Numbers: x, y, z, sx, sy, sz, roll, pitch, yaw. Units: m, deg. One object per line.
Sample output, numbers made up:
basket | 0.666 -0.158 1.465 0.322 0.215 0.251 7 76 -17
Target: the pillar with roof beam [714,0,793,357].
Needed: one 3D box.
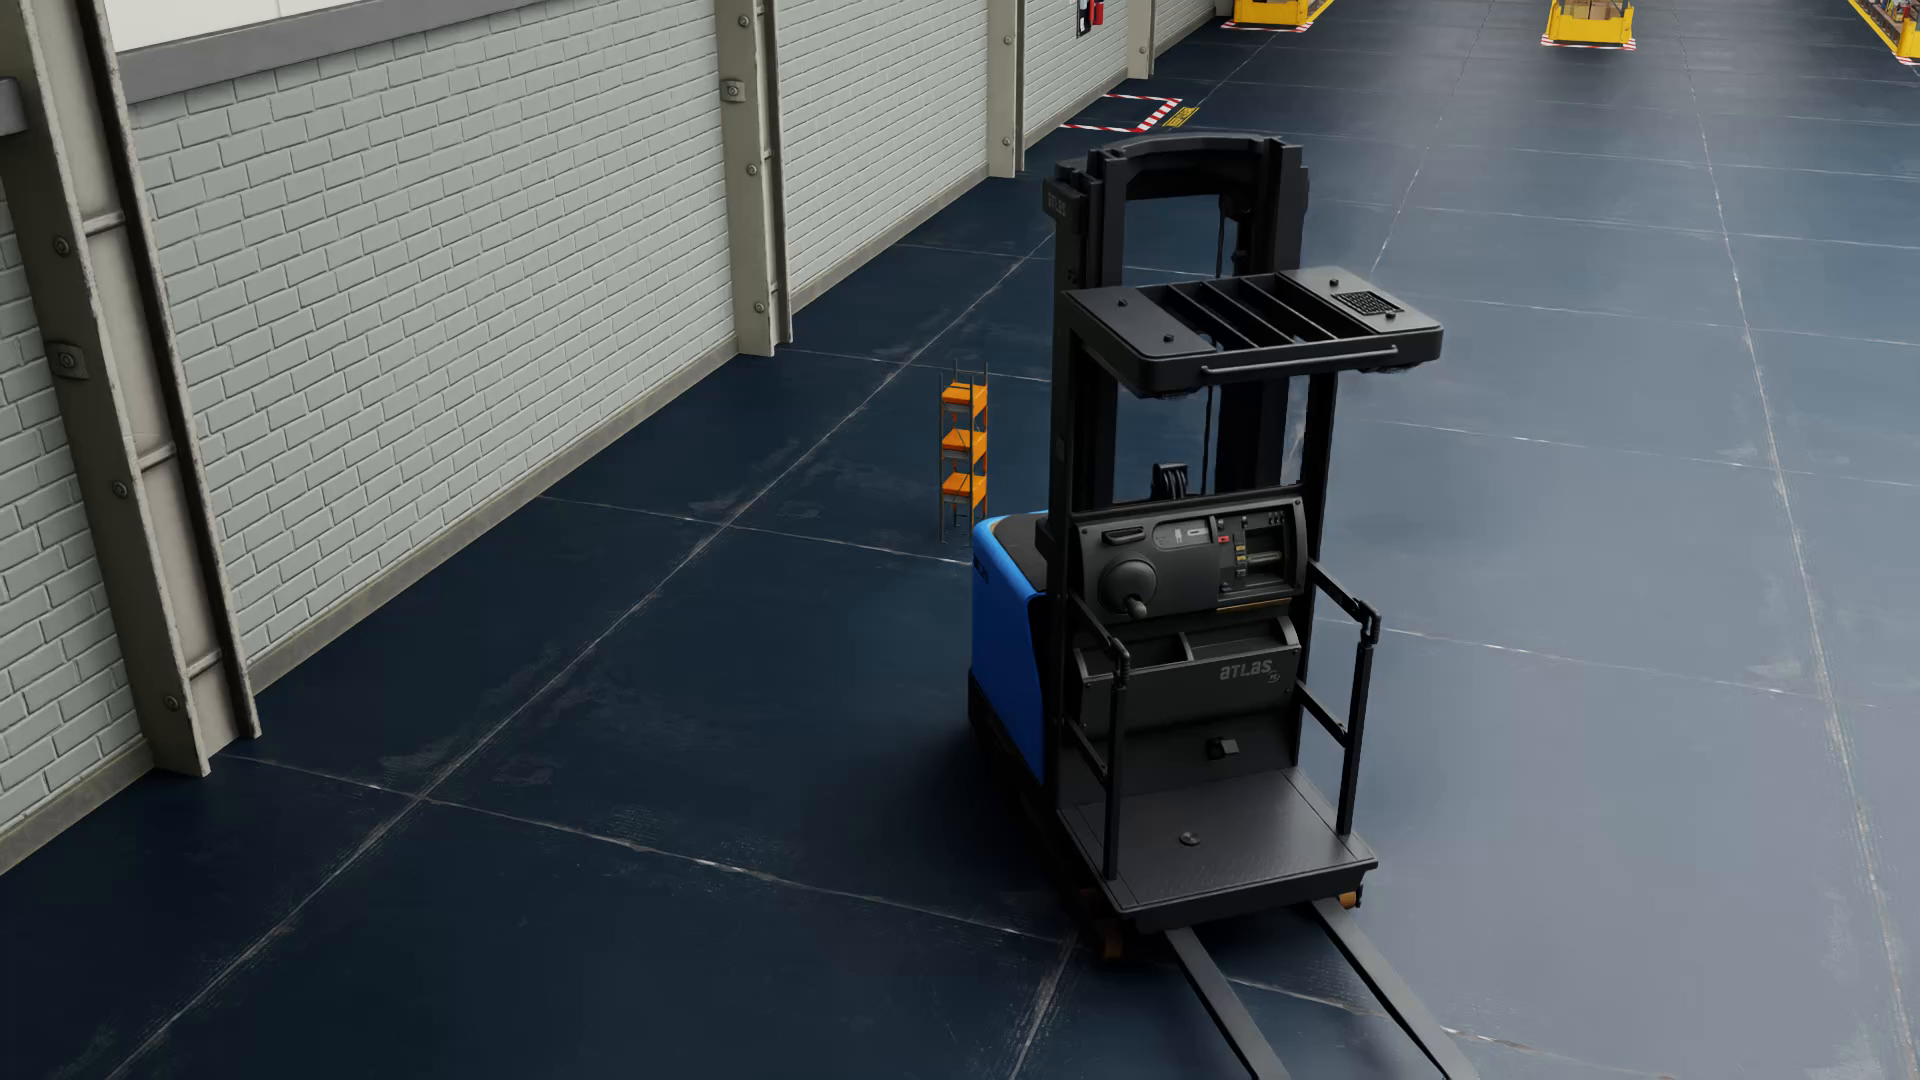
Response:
pillar with roof beam | 2.549 -4.919 9.584 9.100 9.000 0.400 9 27 17

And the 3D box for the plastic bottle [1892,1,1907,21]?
plastic bottle | 14.712 -8.281 26.032 0.152 0.276 0.135 9 27 18

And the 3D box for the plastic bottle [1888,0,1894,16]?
plastic bottle | 14.871 -8.517 26.433 0.144 0.351 0.185 9 27 17

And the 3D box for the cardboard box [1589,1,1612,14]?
cardboard box | 10.285 -8.456 26.447 0.500 0.250 0.500 9 27 17

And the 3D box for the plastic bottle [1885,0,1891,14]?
plastic bottle | 14.918 -8.599 26.680 0.061 0.283 0.133 10 28 20

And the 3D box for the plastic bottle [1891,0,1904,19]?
plastic bottle | 14.758 -8.338 26.149 0.152 0.276 0.135 8 27 16

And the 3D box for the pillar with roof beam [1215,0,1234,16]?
pillar with roof beam | 8.539 -12.316 24.862 9.100 9.000 0.400 9 27 17

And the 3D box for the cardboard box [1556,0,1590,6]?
cardboard box | 9.632 -8.663 26.013 0.500 0.500 0.500 9 27 17

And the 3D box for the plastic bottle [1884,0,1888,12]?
plastic bottle | 15.012 -8.691 26.793 0.144 0.351 0.185 8 27 15

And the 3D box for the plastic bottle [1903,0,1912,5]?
plastic bottle | 15.019 -8.472 26.426 0.152 0.276 0.135 9 27 17

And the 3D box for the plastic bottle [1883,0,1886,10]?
plastic bottle | 15.075 -8.769 26.954 0.144 0.351 0.185 10 27 19

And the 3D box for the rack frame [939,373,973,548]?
rack frame | -0.023 -0.444 9.463 0.200 1.050 0.008 9 27 17

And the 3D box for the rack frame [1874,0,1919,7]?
rack frame | 15.735 -10.035 27.033 1.000 3.000 0.127 9 27 17

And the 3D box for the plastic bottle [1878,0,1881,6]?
plastic bottle | 15.216 -8.937 27.393 0.097 0.271 0.097 0 26 0

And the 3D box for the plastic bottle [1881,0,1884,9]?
plastic bottle | 15.134 -8.803 27.109 0.152 0.276 0.135 10 27 19

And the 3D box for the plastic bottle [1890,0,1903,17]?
plastic bottle | 14.809 -8.440 26.275 0.144 0.351 0.185 10 28 20

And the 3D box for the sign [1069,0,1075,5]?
sign | 1.343 -6.569 19.834 0.001 0.329 0.234 9 27 17

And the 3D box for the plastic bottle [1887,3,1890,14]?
plastic bottle | 14.896 -8.511 26.593 0.097 0.201 0.097 0 26 0

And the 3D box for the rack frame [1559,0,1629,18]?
rack frame | 9.734 -9.111 25.125 1.000 3.000 0.127 9 27 17

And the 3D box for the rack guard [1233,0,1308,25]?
rack guard | 5.087 -8.734 27.215 1.175 0.500 0.348 9 27 17

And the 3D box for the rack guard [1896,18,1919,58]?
rack guard | 14.385 -7.304 24.261 1.175 0.500 0.348 9 27 17

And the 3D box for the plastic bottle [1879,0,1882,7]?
plastic bottle | 15.182 -8.864 27.322 0.097 0.201 0.097 0 26 0

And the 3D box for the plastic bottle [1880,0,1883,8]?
plastic bottle | 15.148 -8.822 27.235 0.097 0.201 0.097 0 26 0

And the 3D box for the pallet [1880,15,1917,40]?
pallet | 15.068 -8.007 26.044 1.003 0.211 1.213 9 27 17

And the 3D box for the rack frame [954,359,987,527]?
rack frame | 0.058 -0.545 9.670 0.200 1.050 0.008 9 27 17

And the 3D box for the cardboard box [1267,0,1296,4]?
cardboard box | 5.377 -9.087 27.656 0.500 0.311 0.500 6 26 12

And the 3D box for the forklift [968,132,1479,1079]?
forklift | 0.959 0.105 6.170 1.130 2.935 3.031 -8 27 -15

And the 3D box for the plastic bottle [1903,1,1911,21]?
plastic bottle | 14.812 -8.269 25.999 0.061 0.283 0.133 9 27 17

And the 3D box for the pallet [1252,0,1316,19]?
pallet | 5.391 -8.932 27.956 1.003 0.211 1.213 9 27 17

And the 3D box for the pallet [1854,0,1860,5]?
pallet | 16.364 -9.611 29.358 1.003 0.211 1.213 9 27 17

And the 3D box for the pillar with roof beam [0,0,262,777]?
pillar with roof beam | 0.552 -2.454 4.492 9.100 9.000 0.400 9 27 17

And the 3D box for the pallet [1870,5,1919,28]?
pallet | 15.472 -8.510 27.083 1.003 0.211 1.213 9 27 17

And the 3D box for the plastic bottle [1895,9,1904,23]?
plastic bottle | 14.602 -8.148 25.842 0.097 0.201 0.097 0 26 0

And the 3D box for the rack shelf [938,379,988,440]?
rack shelf | 0.018 -0.740 9.448 0.215 0.259 0.240 9 27 17

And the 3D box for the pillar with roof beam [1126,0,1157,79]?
pillar with roof beam | 6.542 -9.851 19.769 9.100 9.000 0.400 9 27 17

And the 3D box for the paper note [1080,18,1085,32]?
paper note | 1.500 -6.306 20.342 0.016 0.148 0.142 9 27 17

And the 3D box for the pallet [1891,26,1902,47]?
pallet | 14.660 -7.507 25.012 1.003 0.211 1.213 9 27 17

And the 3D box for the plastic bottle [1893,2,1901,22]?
plastic bottle | 14.624 -8.235 25.929 0.061 0.283 0.133 9 27 19

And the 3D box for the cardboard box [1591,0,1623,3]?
cardboard box | 10.287 -8.794 26.283 0.500 0.500 0.500 9 27 17

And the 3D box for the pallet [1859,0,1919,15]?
pallet | 15.960 -9.108 28.319 1.003 0.211 1.213 9 27 17

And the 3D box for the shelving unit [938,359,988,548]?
shelving unit | 0.018 -0.495 9.567 0.215 1.050 0.252 9 27 17

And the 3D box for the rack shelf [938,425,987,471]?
rack shelf | 0.018 -0.485 9.571 0.215 0.259 0.240 9 27 17

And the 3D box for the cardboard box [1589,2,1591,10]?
cardboard box | 10.452 -8.662 26.871 0.500 0.250 0.500 9 27 17

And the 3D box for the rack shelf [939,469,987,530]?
rack shelf | 0.018 -0.235 9.692 0.215 0.259 0.240 9 27 17

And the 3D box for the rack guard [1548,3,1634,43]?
rack guard | 9.726 -7.976 25.649 1.175 0.500 0.348 9 27 17

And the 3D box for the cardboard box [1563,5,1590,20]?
cardboard box | 9.634 -8.325 26.176 0.500 0.250 0.500 9 27 17

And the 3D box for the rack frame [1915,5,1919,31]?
rack frame | 14.404 -8.391 23.638 1.000 3.000 0.127 9 27 17

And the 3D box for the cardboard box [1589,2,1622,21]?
cardboard box | 10.123 -8.250 26.021 0.500 0.250 0.500 9 27 17

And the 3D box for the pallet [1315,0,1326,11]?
pallet | 5.798 -9.432 28.988 1.003 0.211 1.213 9 27 17

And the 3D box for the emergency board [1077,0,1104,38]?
emergency board | 1.624 -6.765 20.280 0.194 1.169 0.643 9 27 17

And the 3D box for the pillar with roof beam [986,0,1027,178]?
pillar with roof beam | 4.545 -7.385 14.677 9.100 9.000 0.400 9 27 17
